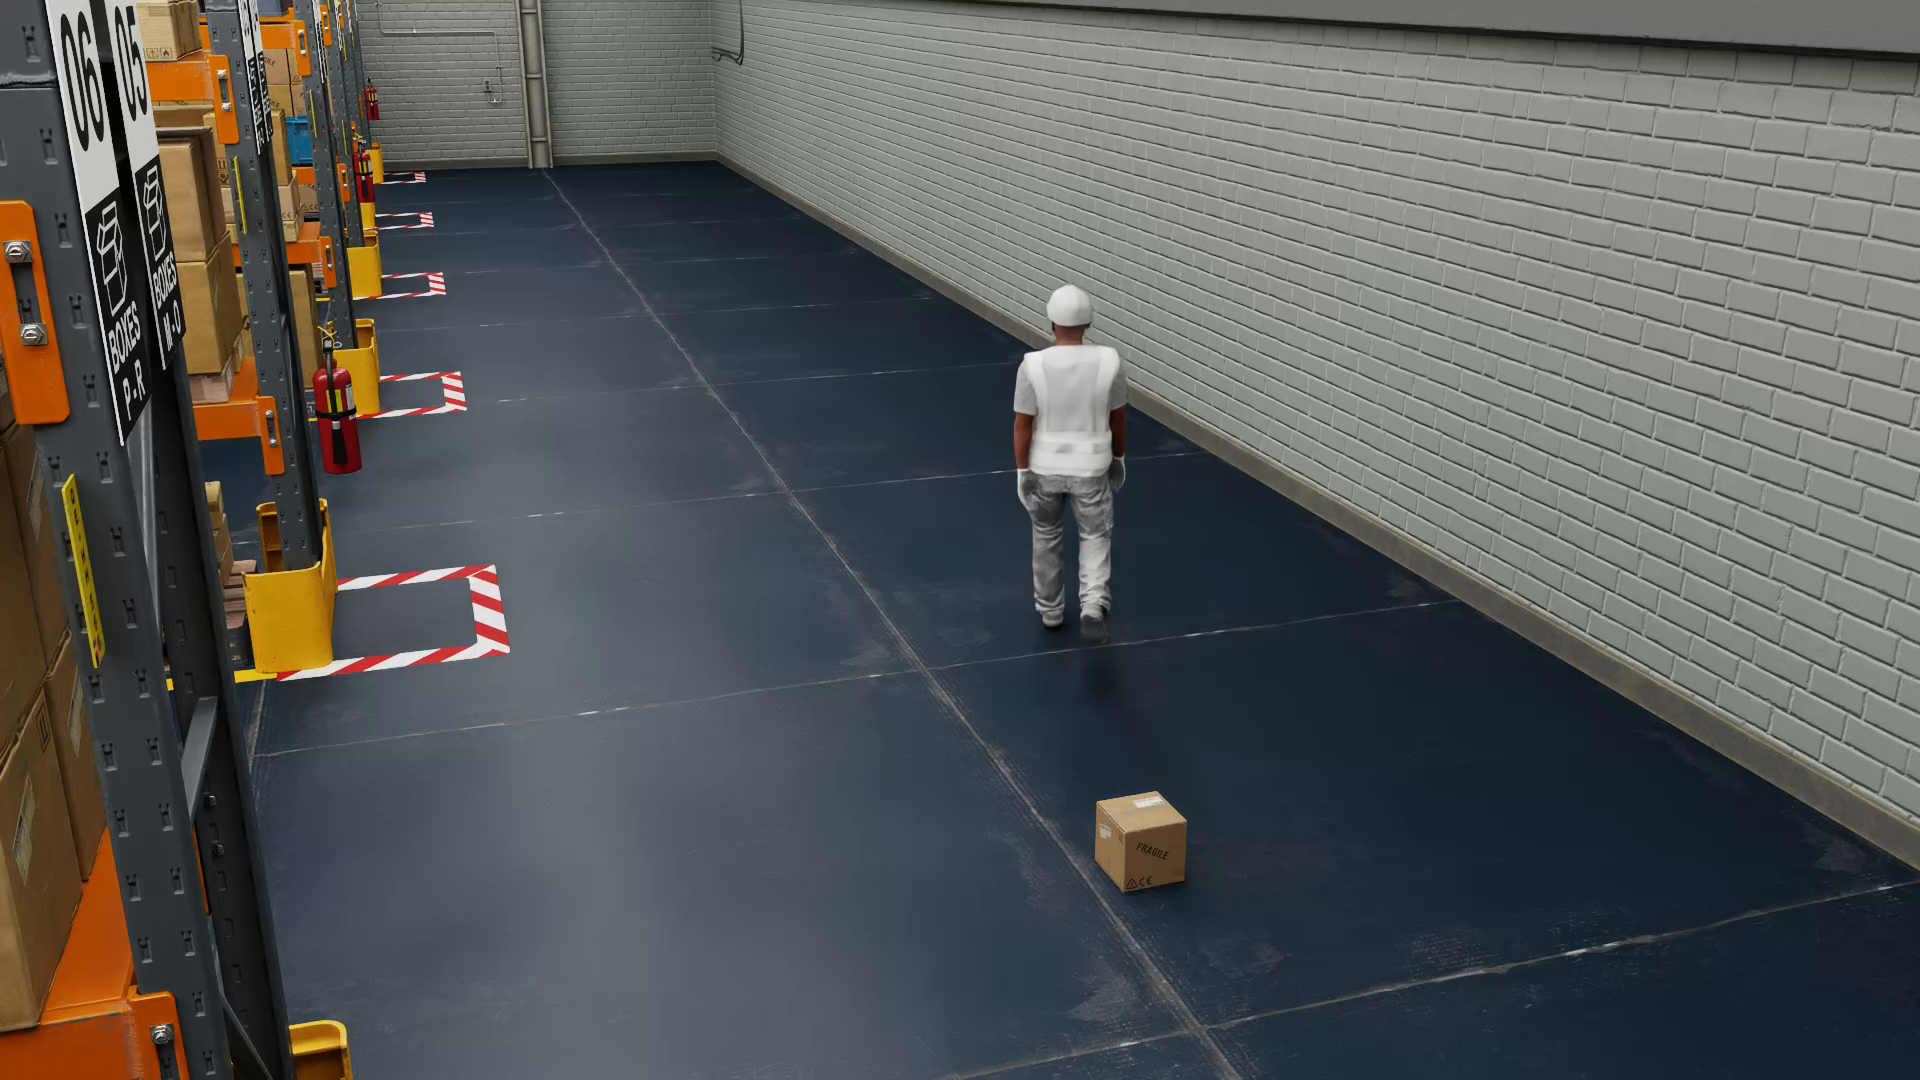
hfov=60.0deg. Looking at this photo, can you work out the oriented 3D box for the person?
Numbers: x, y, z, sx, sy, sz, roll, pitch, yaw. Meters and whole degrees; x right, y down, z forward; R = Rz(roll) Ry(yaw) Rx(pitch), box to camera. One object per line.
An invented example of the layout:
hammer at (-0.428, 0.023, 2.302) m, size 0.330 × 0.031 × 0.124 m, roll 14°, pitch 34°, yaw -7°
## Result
person at (0.534, -0.677, 7.931) m, size 0.548 × 1.087 × 0.341 m, roll 0°, pitch 19°, yaw 1°
